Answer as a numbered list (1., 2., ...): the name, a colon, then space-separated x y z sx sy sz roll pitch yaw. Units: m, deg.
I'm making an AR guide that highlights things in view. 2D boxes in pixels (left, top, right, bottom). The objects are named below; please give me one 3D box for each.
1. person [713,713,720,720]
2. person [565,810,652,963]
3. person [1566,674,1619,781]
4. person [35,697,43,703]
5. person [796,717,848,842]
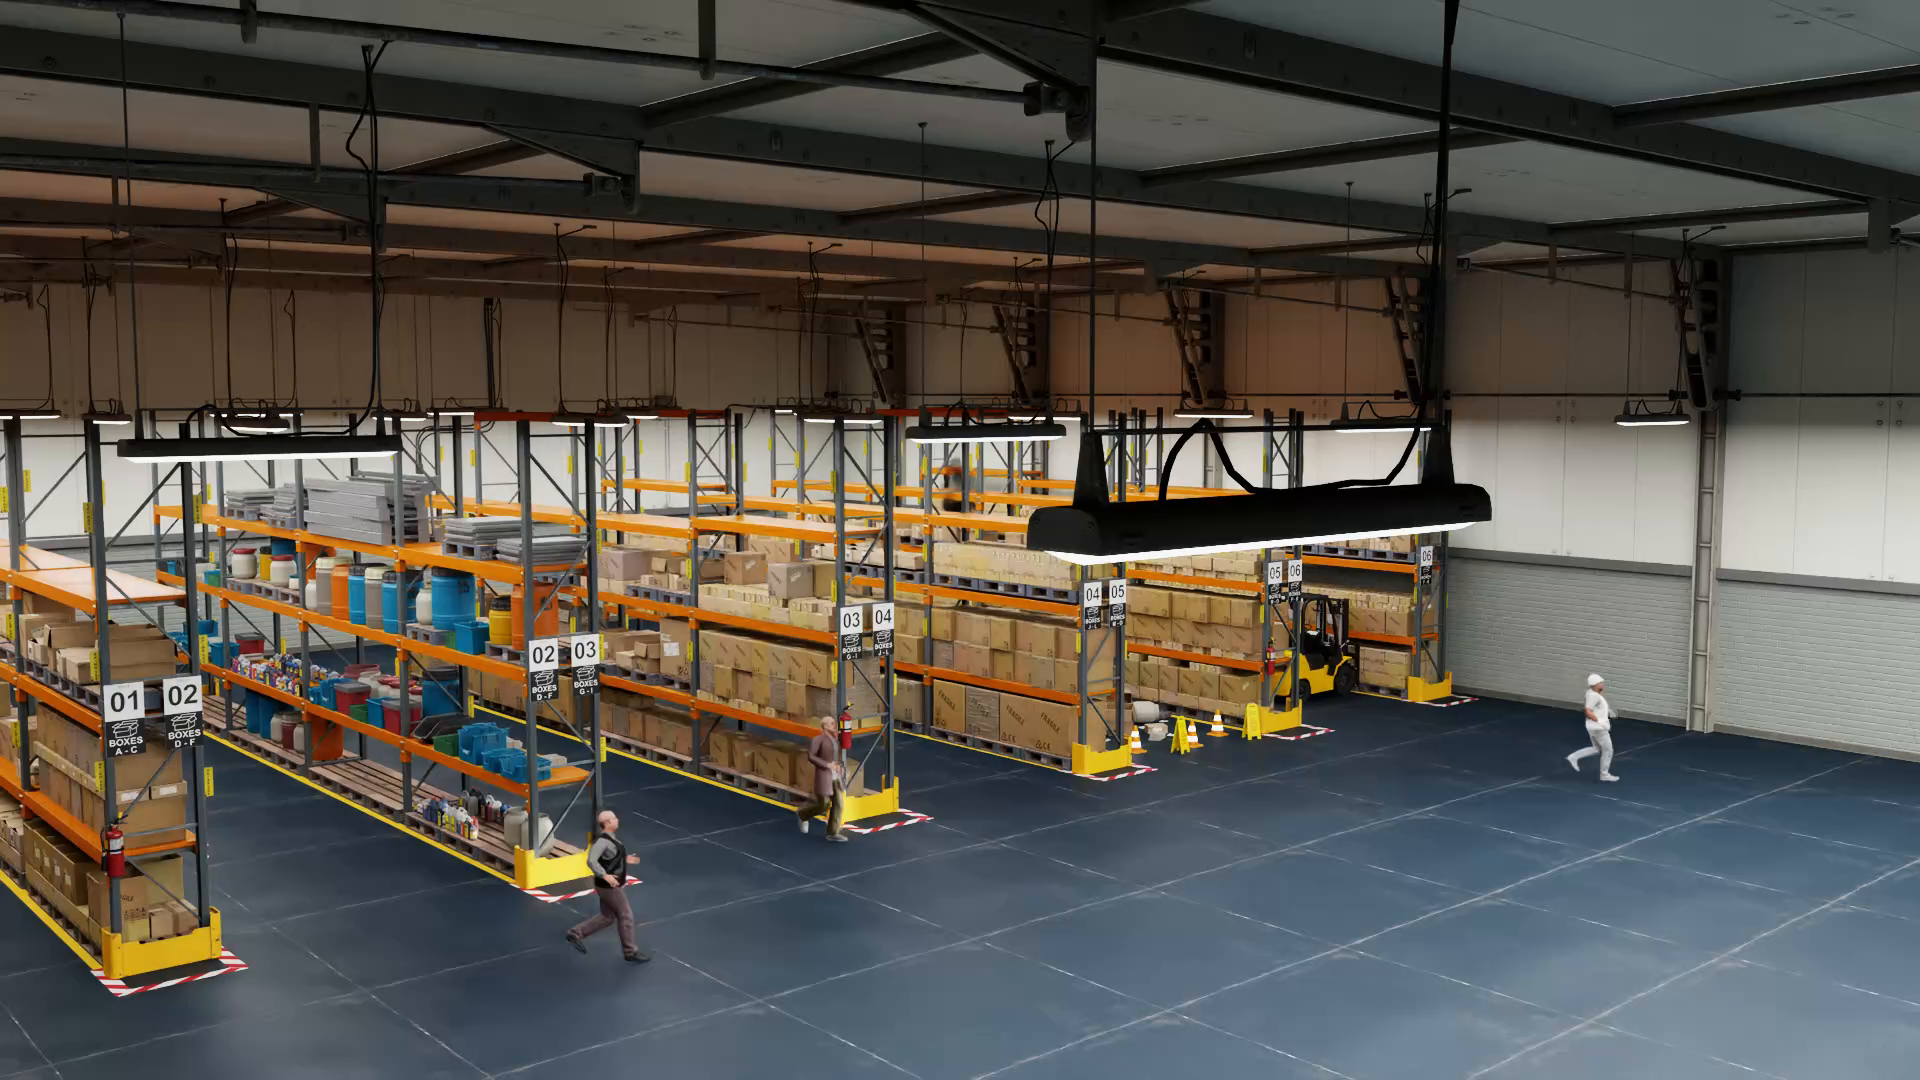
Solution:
1. person: -4.492 2.828 31.373 0.528 1.496 0.637 -5 7 -43
2. person: -3.915 3.855 18.458 0.940 1.728 0.663 -1 5 -13
3. person: 10.392 3.070 27.232 0.818 1.750 0.696 1 5 15
4. person: -16.632 2.797 30.326 0.727 1.802 0.646 5 7 42
5. person: -1.871 3.389 23.707 0.905 1.732 0.772 4 6 36
